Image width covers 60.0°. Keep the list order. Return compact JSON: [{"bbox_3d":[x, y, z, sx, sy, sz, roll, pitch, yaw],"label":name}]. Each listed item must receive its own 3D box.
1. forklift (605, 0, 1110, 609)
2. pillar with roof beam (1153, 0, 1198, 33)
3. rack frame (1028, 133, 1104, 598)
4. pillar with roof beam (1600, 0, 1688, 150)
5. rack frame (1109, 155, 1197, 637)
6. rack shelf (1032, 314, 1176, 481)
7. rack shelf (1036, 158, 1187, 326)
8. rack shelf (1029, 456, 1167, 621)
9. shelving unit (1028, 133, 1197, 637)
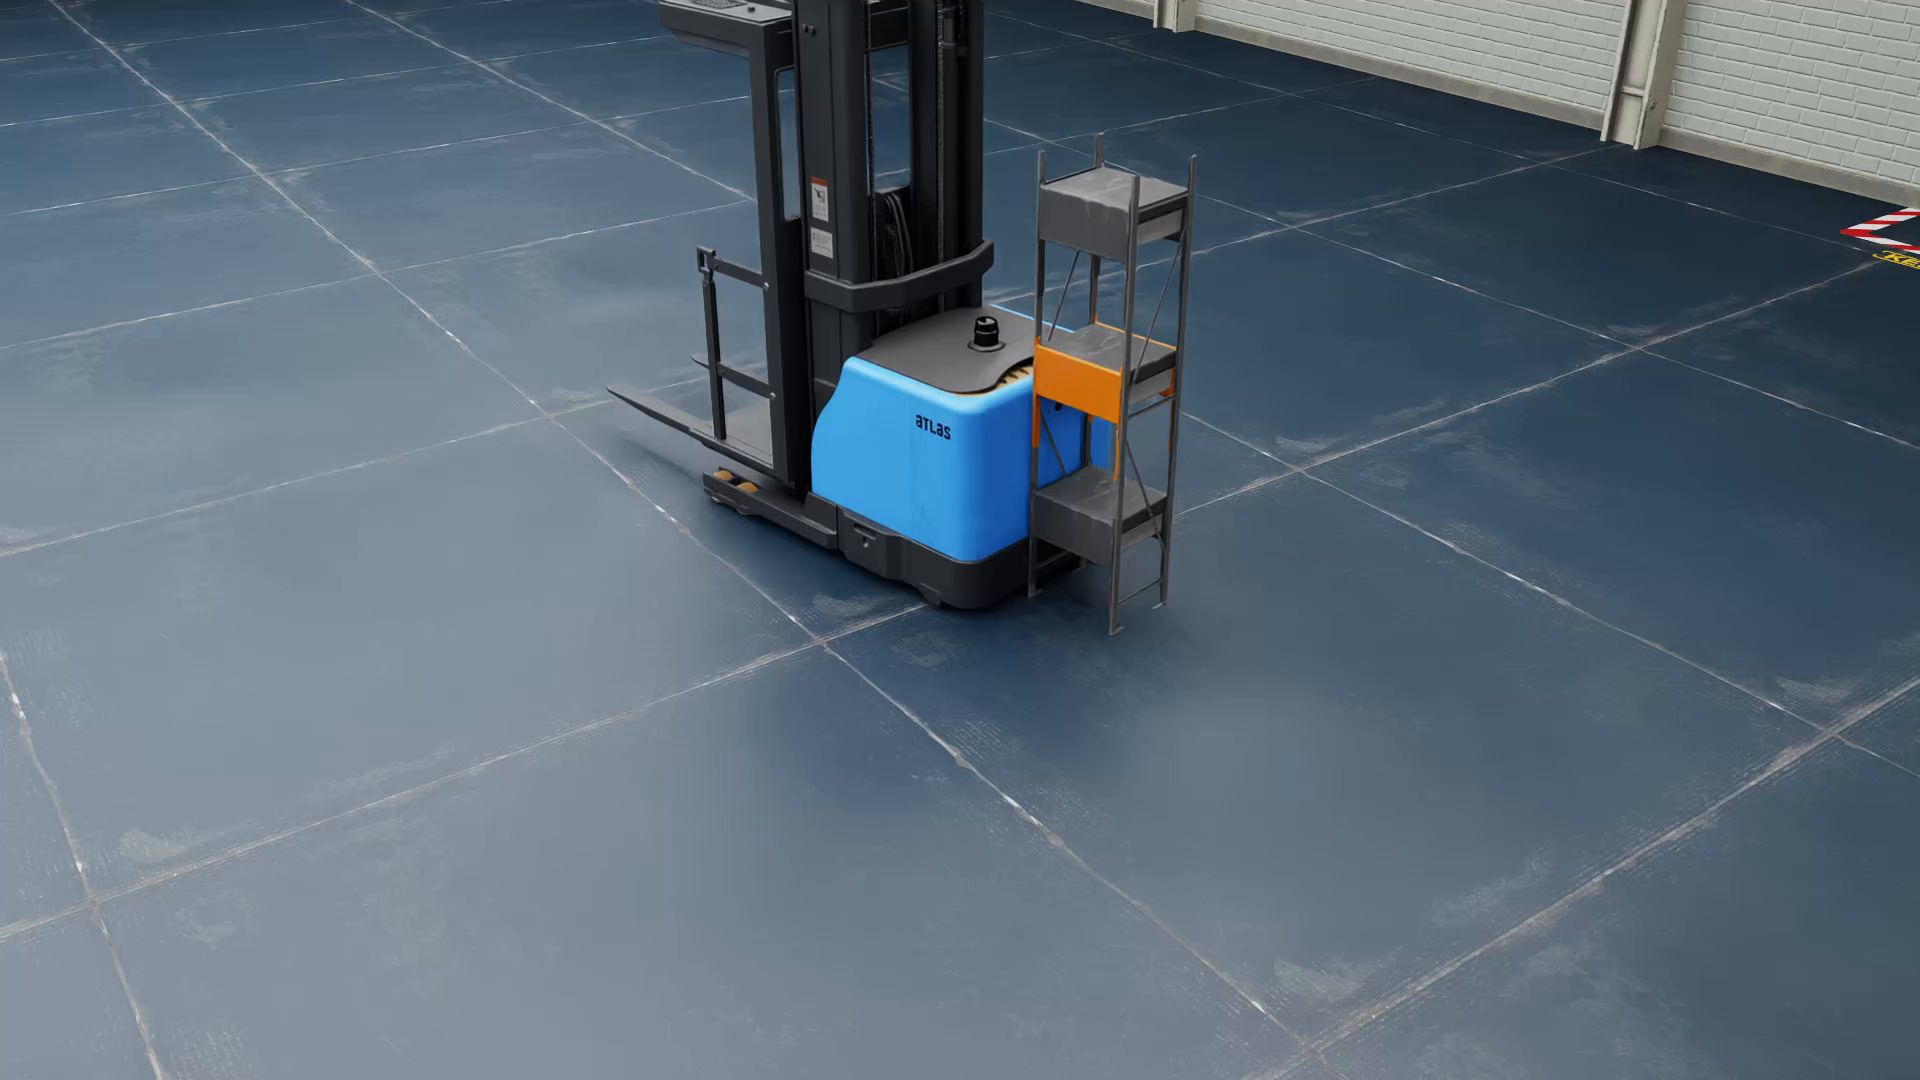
[{"bbox_3d":[-0.683,-1.572,8.074,3.031,2.935,1.130,25,37,38],"label":"forklift"},{"bbox_3d":[-1.050,-8.624,14.701,9.100,9.000,0.400,-19,34,-31],"label":"pillar with roof beam"},{"bbox_3d":[0.461,-0.721,7.378,0.015,2.100,0.400,25,37,38],"label":"rack frame"},{"bbox_3d":[2.431,-6.292,10.406,9.100,9.000,0.400,-19,34,-31],"label":"pillar with roof beam"},{"bbox_3d":[0.812,-0.560,7.080,0.015,2.100,0.400,25,37,38],"label":"rack frame"},{"bbox_3d":[0.636,-0.628,7.236,0.480,0.518,0.431,25,37,38],"label":"rack shelf"},{"bbox_3d":[0.636,-1.244,6.902,0.480,0.518,0.431,25,37,38],"label":"rack shelf"},{"bbox_3d":[0.636,-0.013,7.570,0.480,0.518,0.431,25,37,38],"label":"rack shelf"},{"bbox_3d":[0.636,-0.640,7.229,0.503,2.100,0.431,25,37,38],"label":"shelving unit"}]
